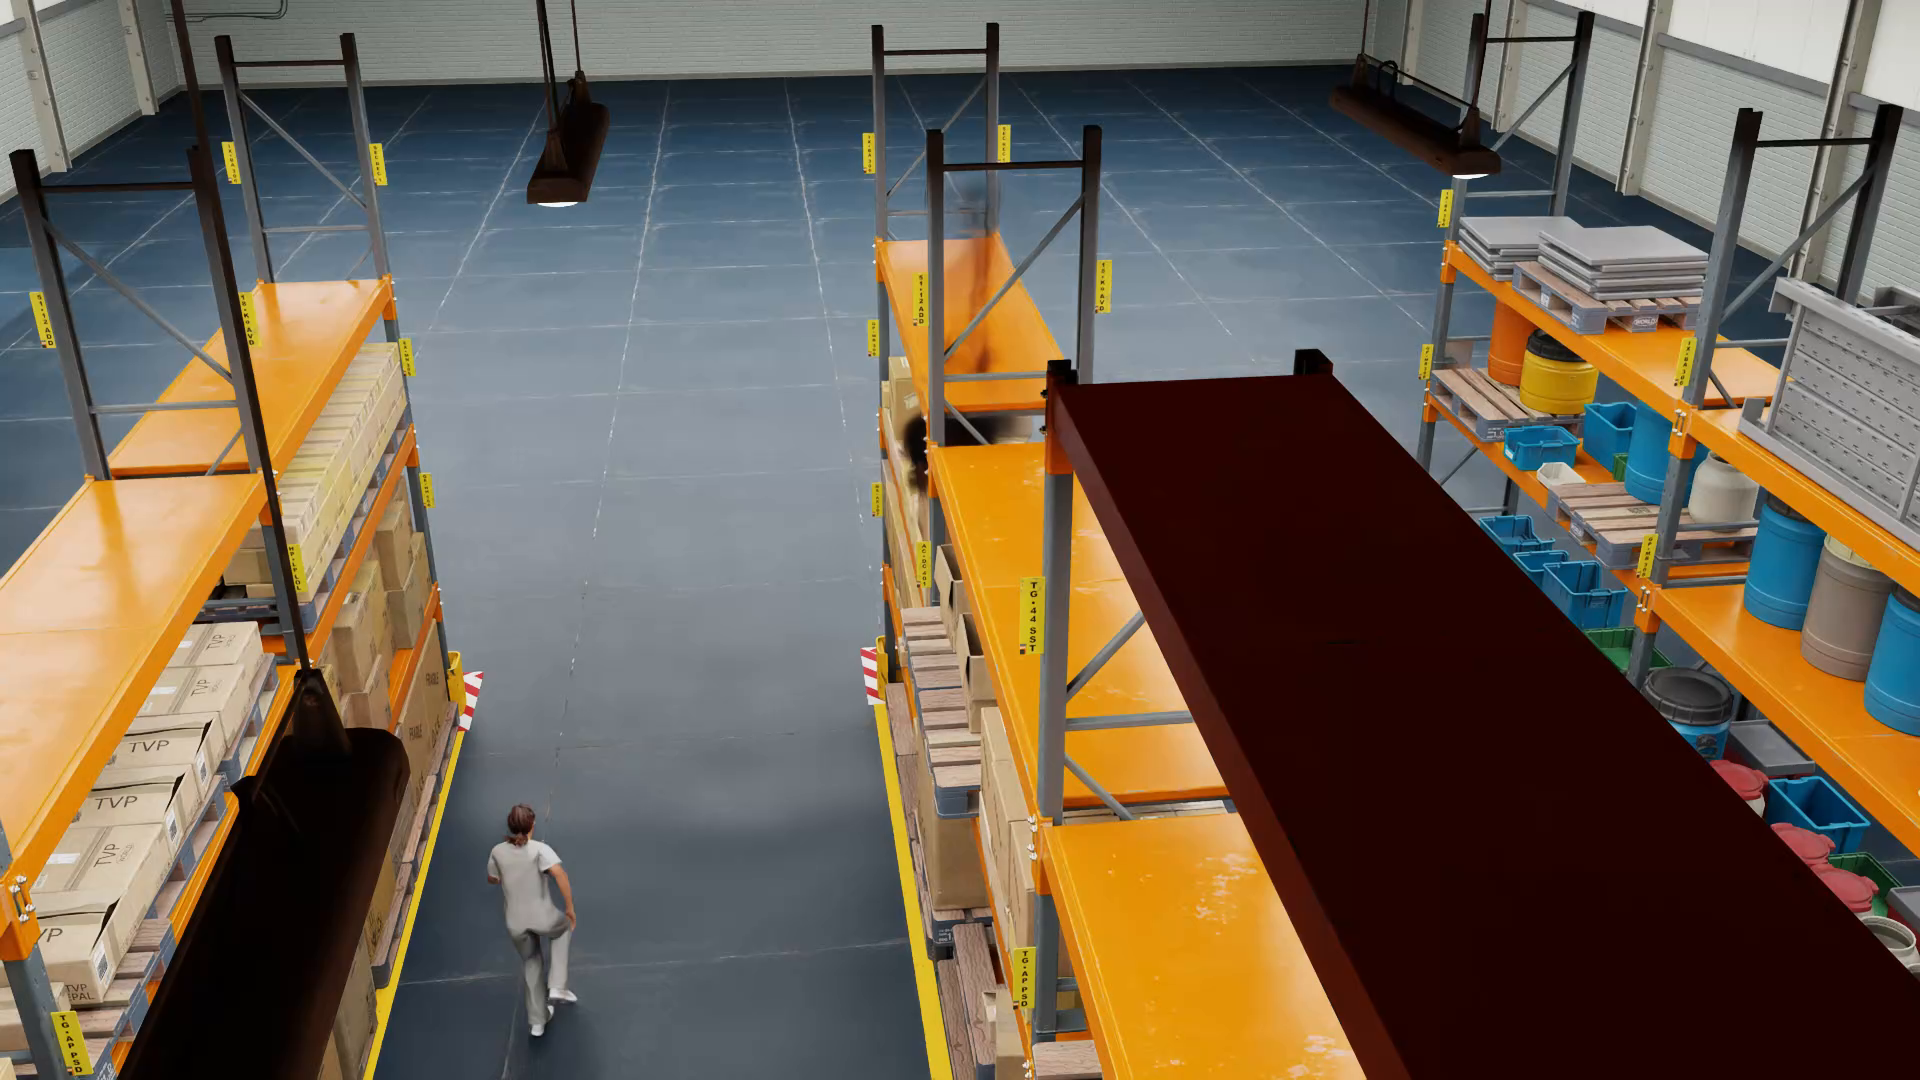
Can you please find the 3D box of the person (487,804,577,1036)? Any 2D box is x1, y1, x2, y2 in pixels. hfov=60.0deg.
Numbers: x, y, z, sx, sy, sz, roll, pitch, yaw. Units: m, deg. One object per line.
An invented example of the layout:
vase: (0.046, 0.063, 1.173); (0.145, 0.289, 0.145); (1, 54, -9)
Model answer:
person: (-2.905, 2.560, 11.401); (0.643, 1.566, 0.678); (-1, 26, -3)
